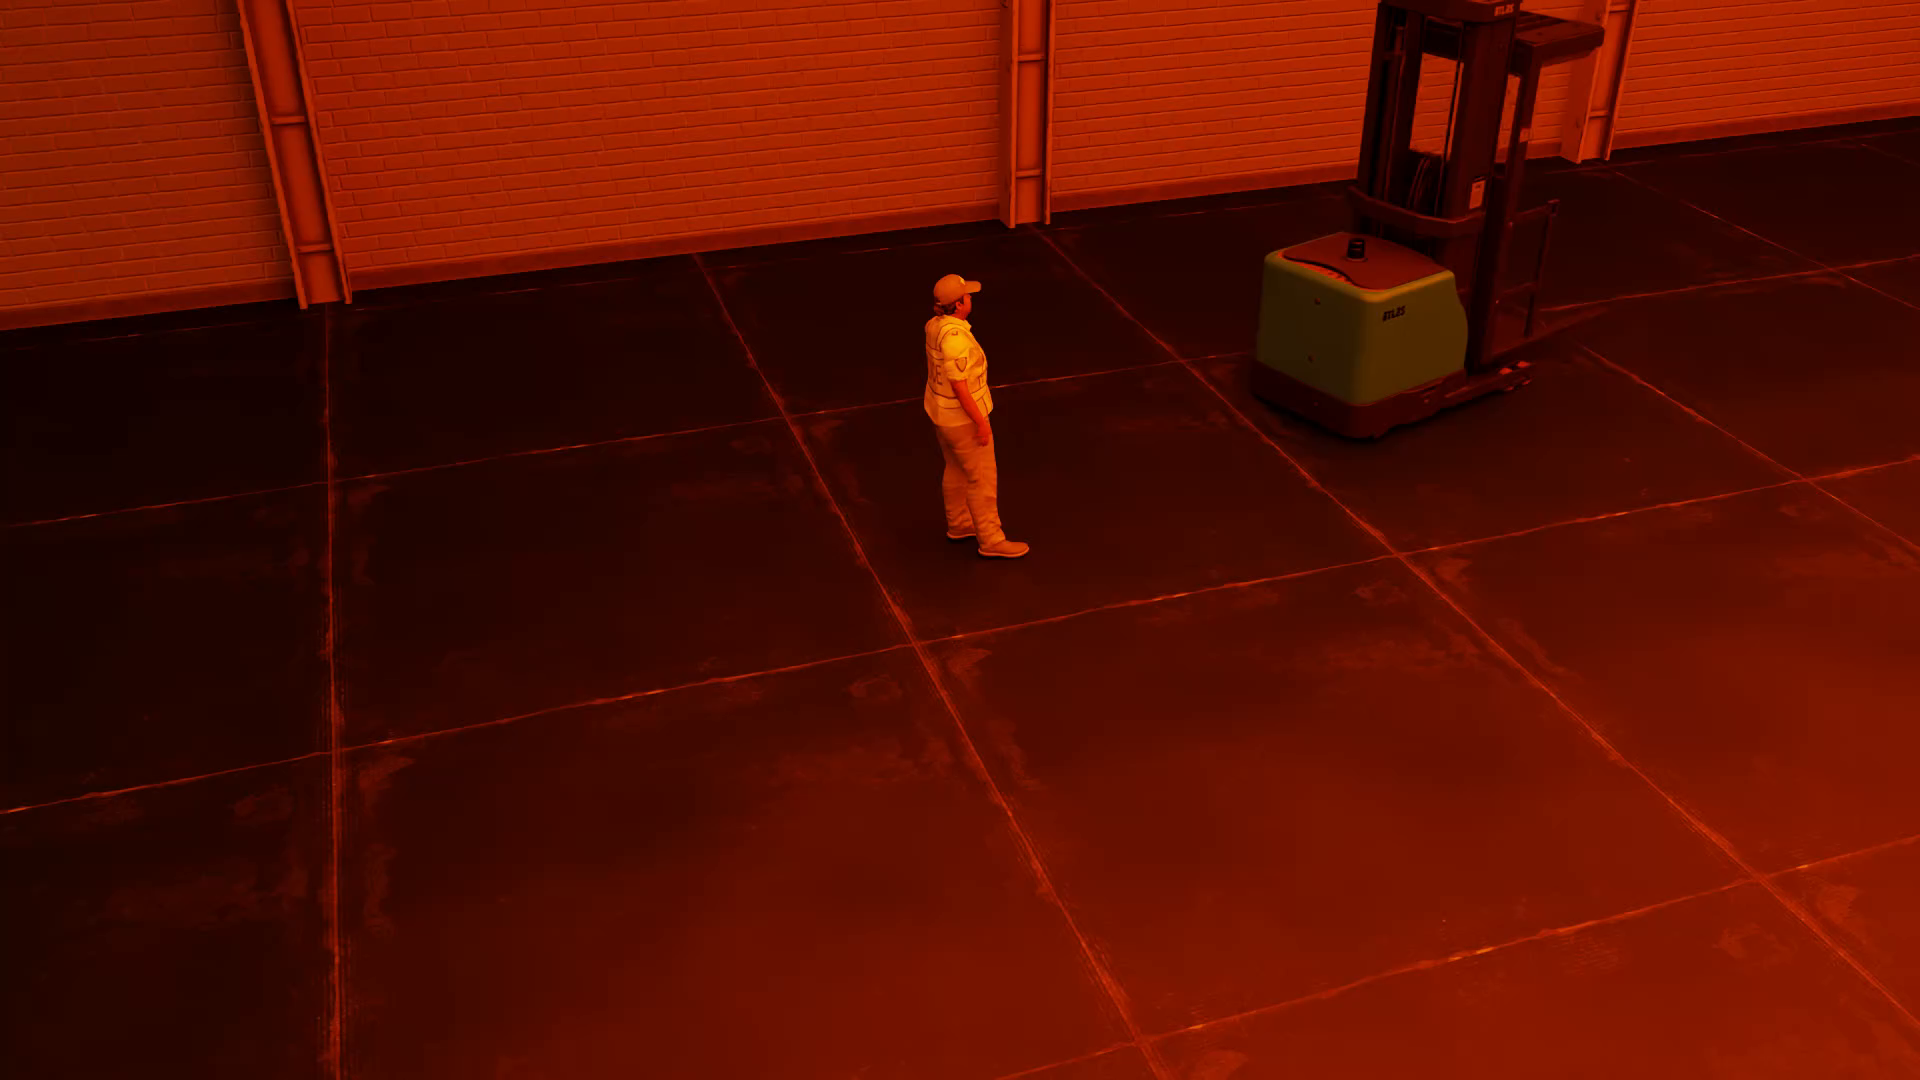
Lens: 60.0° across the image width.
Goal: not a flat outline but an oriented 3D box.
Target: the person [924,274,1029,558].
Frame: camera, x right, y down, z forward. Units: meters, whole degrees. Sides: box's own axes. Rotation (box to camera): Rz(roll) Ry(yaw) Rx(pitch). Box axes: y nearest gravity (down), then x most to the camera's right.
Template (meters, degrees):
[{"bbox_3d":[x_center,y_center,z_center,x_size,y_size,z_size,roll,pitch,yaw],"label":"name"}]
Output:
[{"bbox_3d":[0.080,-0.730,9.609,0.529,1.670,0.598,-10,31,-16],"label":"person"}]

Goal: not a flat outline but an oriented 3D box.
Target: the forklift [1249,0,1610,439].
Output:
[{"bbox_3d":[3.529,-2.521,11.468,3.031,2.935,1.130,-20,36,-31],"label":"forklift"}]
